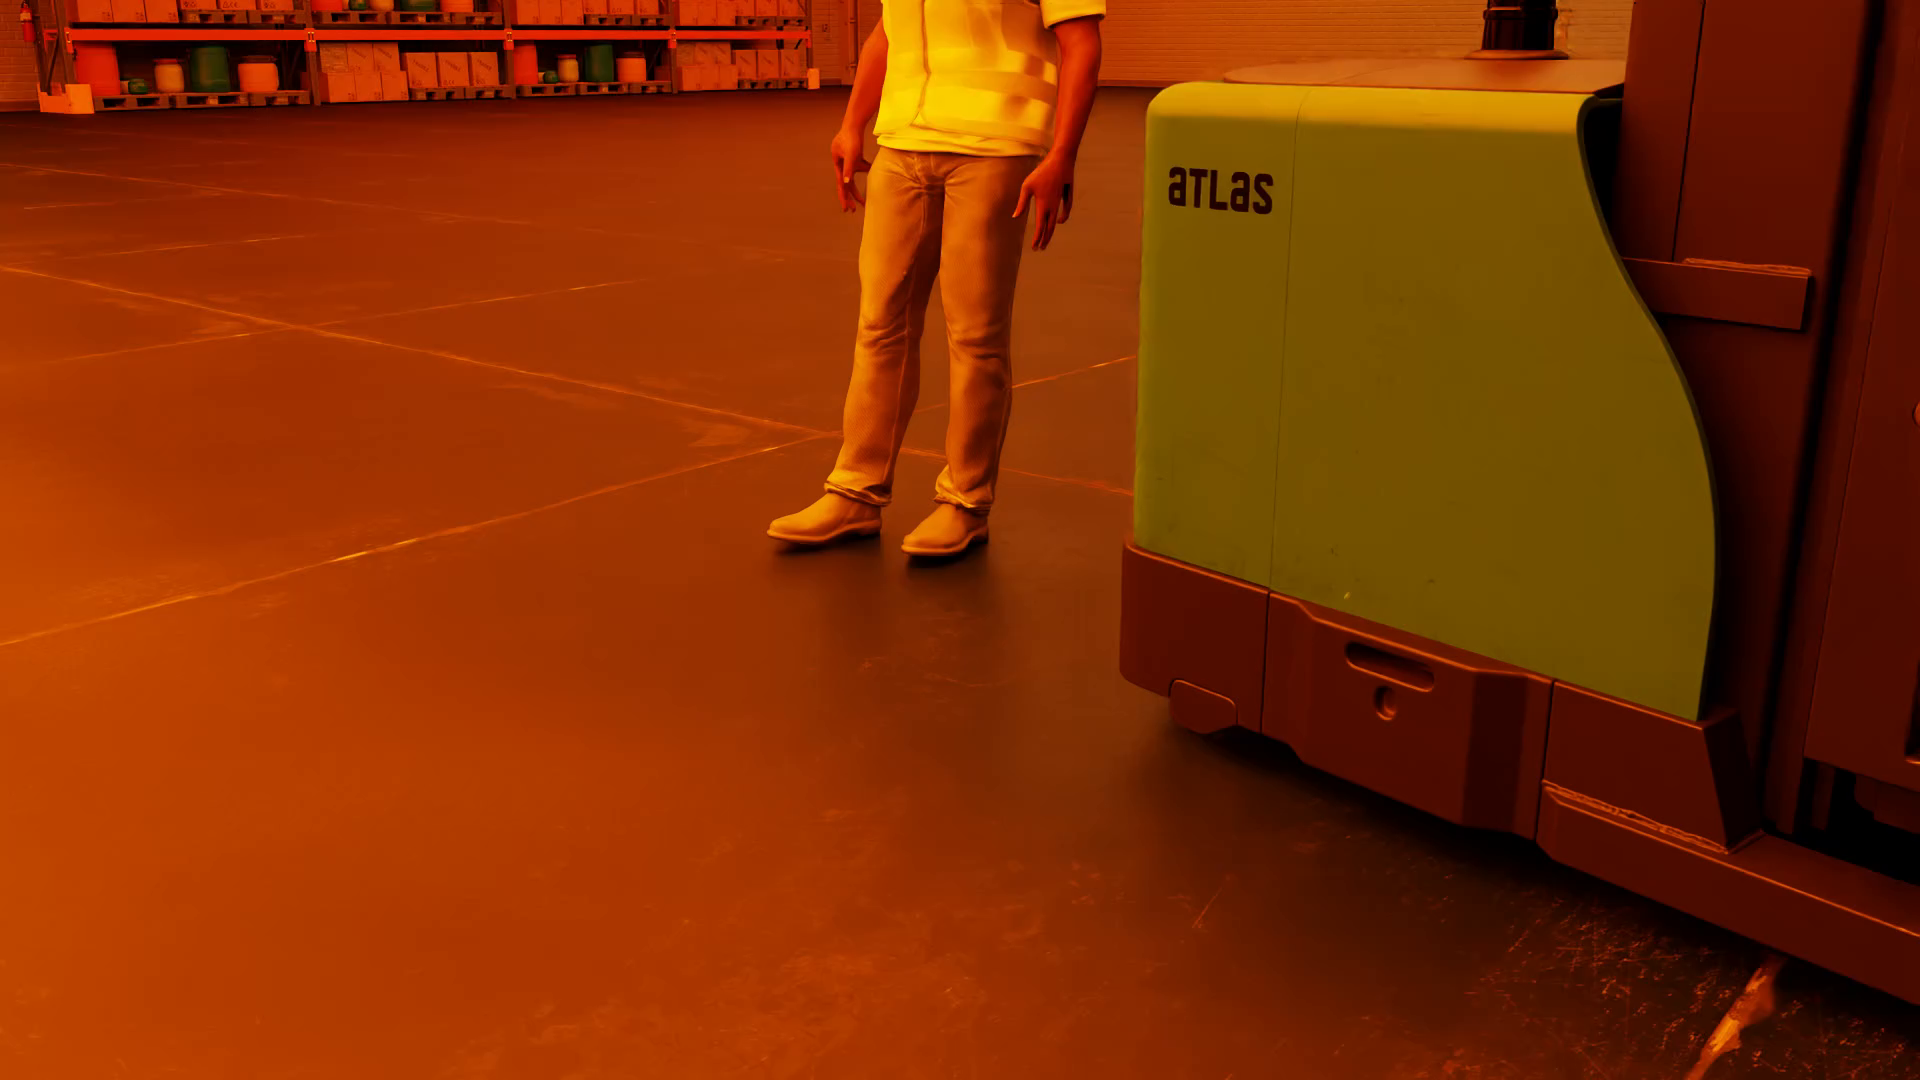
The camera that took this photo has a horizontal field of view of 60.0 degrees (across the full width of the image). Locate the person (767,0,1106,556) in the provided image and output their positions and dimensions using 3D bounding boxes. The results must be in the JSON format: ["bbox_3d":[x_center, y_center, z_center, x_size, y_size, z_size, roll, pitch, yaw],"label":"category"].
[{"bbox_3d":[-0.048,-0.837,3.634,0.666,1.768,0.575,13,21,37],"label":"person"}]

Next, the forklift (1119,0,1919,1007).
[{"bbox_3d":[1.616,-0.868,1.757,1.130,2.935,3.031,-14,22,-38],"label":"forklift"}]
